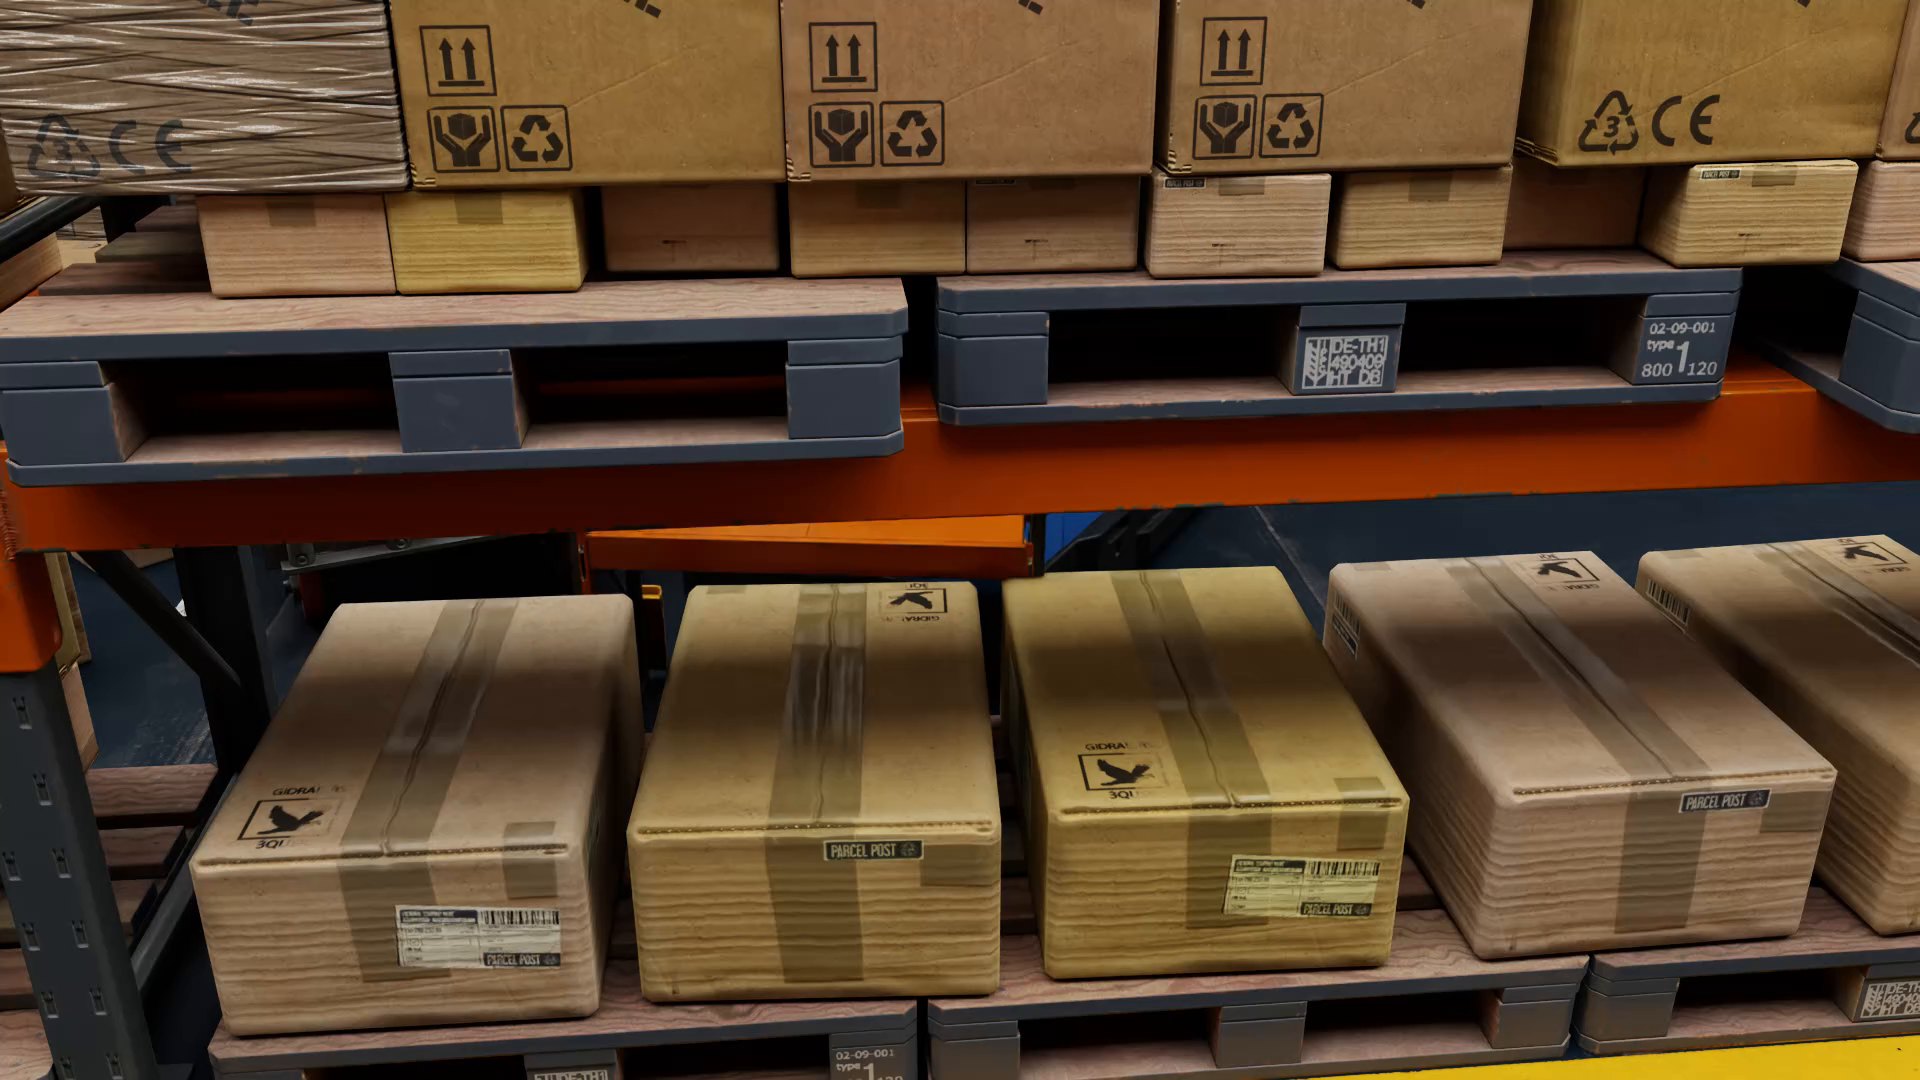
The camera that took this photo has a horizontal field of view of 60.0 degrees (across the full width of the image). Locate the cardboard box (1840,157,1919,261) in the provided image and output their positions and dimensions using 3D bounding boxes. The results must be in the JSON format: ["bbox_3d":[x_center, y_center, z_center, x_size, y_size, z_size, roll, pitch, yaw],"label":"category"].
[{"bbox_3d":[1.424,-0.561,2.611,0.250,0.149,0.380,-3,24,-8],"label":"cardboard box"}]

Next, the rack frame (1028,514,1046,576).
[{"bbox_3d":[0.180,-0.181,3.792,0.032,1.500,0.500,1,26,2],"label":"rack frame"}]

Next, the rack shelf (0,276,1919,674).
[{"bbox_3d":[0.494,-0.258,3.023,4.000,0.370,1.077,-2,24,-5],"label":"rack shelf"}]

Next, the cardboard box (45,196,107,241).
[{"bbox_3d":[-3.612,-1.690,7.459,0.875,0.875,0.875,-2,24,-5],"label":"cardboard box"}]

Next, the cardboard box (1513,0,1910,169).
[{"bbox_3d":[1.044,-0.864,2.495,0.500,0.500,0.500,-4,24,-9],"label":"cardboard box"}]

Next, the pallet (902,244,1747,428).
[{"bbox_3d":[0.519,-0.484,2.881,1.213,0.211,1.003,-2,24,-5],"label":"pallet"}]

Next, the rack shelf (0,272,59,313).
[{"bbox_3d":[-3.486,-0.099,2.664,4.000,0.370,1.077,-2,24,-5],"label":"rack shelf"}]

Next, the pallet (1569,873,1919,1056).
[{"bbox_3d":[1.707,0.638,3.555,1.213,0.211,1.003,-2,24,-5],"label":"pallet"}]

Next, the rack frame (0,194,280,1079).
[{"bbox_3d":[-1.496,-0.507,2.698,0.127,3.000,1.000,-2,24,-5],"label":"rack frame"}]

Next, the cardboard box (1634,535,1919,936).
[{"bbox_3d":[1.921,0.361,3.464,0.625,0.372,0.950,-4,24,-9],"label":"cardboard box"}]

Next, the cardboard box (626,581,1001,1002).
[{"bbox_3d":[-0.259,0.450,3.263,0.625,0.372,0.950,-1,24,-2],"label":"cardboard box"}]

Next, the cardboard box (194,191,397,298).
[{"bbox_3d":[-0.915,-0.479,2.426,0.250,0.149,0.380,-2,24,-4],"label":"cardboard box"}]

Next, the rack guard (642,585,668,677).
[{"bbox_3d":[-0.822,0.356,4.097,0.087,0.250,0.587,1,26,2],"label":"rack guard"}]

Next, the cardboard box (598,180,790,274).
[{"bbox_3d":[-0.391,-0.527,2.535,0.250,0.149,0.380,-1,24,-2],"label":"cardboard box"}]

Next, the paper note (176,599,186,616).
[{"bbox_3d":[-2.191,0.181,4.805,0.142,0.019,0.148,-2,24,-5],"label":"paper note"}]

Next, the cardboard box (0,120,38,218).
[{"bbox_3d":[-1.961,-0.784,2.831,0.500,0.500,0.500,-2,24,-5],"label":"cardboard box"}]

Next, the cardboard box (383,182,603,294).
[{"bbox_3d":[-0.665,-0.485,2.440,0.250,0.149,0.380,-2,24,-4],"label":"cardboard box"}]

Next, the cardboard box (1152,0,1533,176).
[{"bbox_3d":[0.501,-0.843,2.446,0.500,0.500,0.500,-3,24,-7],"label":"cardboard box"}]

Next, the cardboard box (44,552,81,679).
[{"bbox_3d":[-2.110,0.129,3.211,0.500,0.500,0.500,-1,24,-3],"label":"cardboard box"}]

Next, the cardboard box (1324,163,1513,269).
[{"bbox_3d":[0.647,-0.542,2.568,0.250,0.149,0.380,-3,24,-7],"label":"cardboard box"}]

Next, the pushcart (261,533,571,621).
[{"bbox_3d":[-1.770,-0.228,5.299,0.936,0.377,1.648,-11,26,-23],"label":"pushcart"}]

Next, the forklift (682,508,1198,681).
[{"bbox_3d":[0.350,-1.539,5.105,1.130,2.935,3.031,12,27,25],"label":"forklift"}]

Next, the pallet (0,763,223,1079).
[{"bbox_3d":[-2.161,0.808,3.172,1.213,0.211,1.003,-2,24,-5],"label":"pallet"}]

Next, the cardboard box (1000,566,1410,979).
[{"bbox_3d":[0.433,0.421,3.327,0.625,0.372,0.950,-2,24,-3],"label":"cardboard box"}]

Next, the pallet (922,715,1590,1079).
[{"bbox_3d":[0.496,0.685,3.448,1.213,0.211,1.003,-2,24,-5],"label":"pallet"}]

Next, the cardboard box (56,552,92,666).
[{"bbox_3d":[-2.696,0.127,4.346,0.500,0.500,0.500,16,28,31],"label":"cardboard box"}]

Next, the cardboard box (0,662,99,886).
[{"bbox_3d":[-2.110,0.472,3.363,0.500,0.250,0.500,-3,24,-8],"label":"cardboard box"}]

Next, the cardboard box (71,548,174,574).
[{"bbox_3d":[-2.518,-0.093,5.132,0.258,0.266,0.396,22,32,40],"label":"cardboard box"}]

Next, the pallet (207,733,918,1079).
[{"bbox_3d":[-0.721,0.735,3.335,1.213,0.211,1.003,-2,24,-5],"label":"pallet"}]

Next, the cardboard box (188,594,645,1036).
[{"bbox_3d":[-0.974,0.480,3.196,0.625,0.372,0.950,-2,24,-4],"label":"cardboard box"}]

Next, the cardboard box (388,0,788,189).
[{"bbox_3d":[-0.503,-0.804,2.359,0.500,0.500,0.500,-2,24,-5],"label":"cardboard box"}]

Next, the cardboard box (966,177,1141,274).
[{"bbox_3d":[0.115,-0.530,2.541,0.250,0.149,0.380,-2,24,-5],"label":"cardboard box"}]

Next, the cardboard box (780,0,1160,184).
[{"bbox_3d":[-0.009,-0.818,2.391,0.500,0.500,0.500,-2,24,-5],"label":"cardboard box"}]

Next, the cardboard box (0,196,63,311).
[{"bbox_3d":[-1.841,-0.509,3.012,0.250,0.149,0.380,-2,24,-5],"label":"cardboard box"}]

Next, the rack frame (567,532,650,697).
[{"bbox_3d":[-0.836,-0.207,3.826,0.032,1.500,0.500,1,26,2],"label":"rack frame"}]

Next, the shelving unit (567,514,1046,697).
[{"bbox_3d":[-0.319,-0.194,3.809,1.083,1.500,0.587,1,26,2],"label":"shelving unit"}]

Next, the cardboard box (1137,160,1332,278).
[{"bbox_3d":[0.385,-0.519,2.518,0.250,0.149,0.380,-1,24,-3],"label":"cardboard box"}]

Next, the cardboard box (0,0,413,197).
[{"bbox_3d":[-1.001,-0.783,2.313,0.500,0.500,0.500,-2,24,-4],"label":"cardboard box"}]

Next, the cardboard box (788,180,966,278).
[{"bbox_3d":[-0.131,-0.521,2.520,0.250,0.149,0.380,-2,24,-4],"label":"cardboard box"}]

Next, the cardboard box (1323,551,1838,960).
[{"bbox_3d":[1.188,0.393,3.390,0.625,0.372,0.950,-3,24,-6],"label":"cardboard box"}]

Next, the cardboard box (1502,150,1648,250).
[{"bbox_3d":[0.889,-0.585,2.665,0.250,0.149,0.380,-2,24,-5],"label":"cardboard box"}]

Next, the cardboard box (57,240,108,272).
[{"bbox_3d":[-3.527,-0.886,6.625,0.500,0.500,0.500,2,24,4],"label":"cardboard box"}]

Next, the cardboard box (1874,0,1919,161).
[{"bbox_3d":[1.546,-0.885,2.541,0.500,0.500,0.500,-3,24,-6],"label":"cardboard box"}]

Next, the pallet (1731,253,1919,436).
[{"bbox_3d":[1.786,-0.508,2.935,1.003,0.211,1.213,-2,24,-5],"label":"pallet"}]

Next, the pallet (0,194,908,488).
[{"bbox_3d":[-0.721,-0.391,2.673,1.213,0.211,1.003,-2,24,-5],"label":"pallet"}]

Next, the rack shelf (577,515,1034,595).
[{"bbox_3d":[-0.329,-0.032,3.887,1.000,0.185,0.538,1,26,2],"label":"rack shelf"}]

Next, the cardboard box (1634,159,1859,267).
[{"bbox_3d":[1.152,-0.544,2.573,0.250,0.149,0.380,-2,24,-4],"label":"cardboard box"}]
